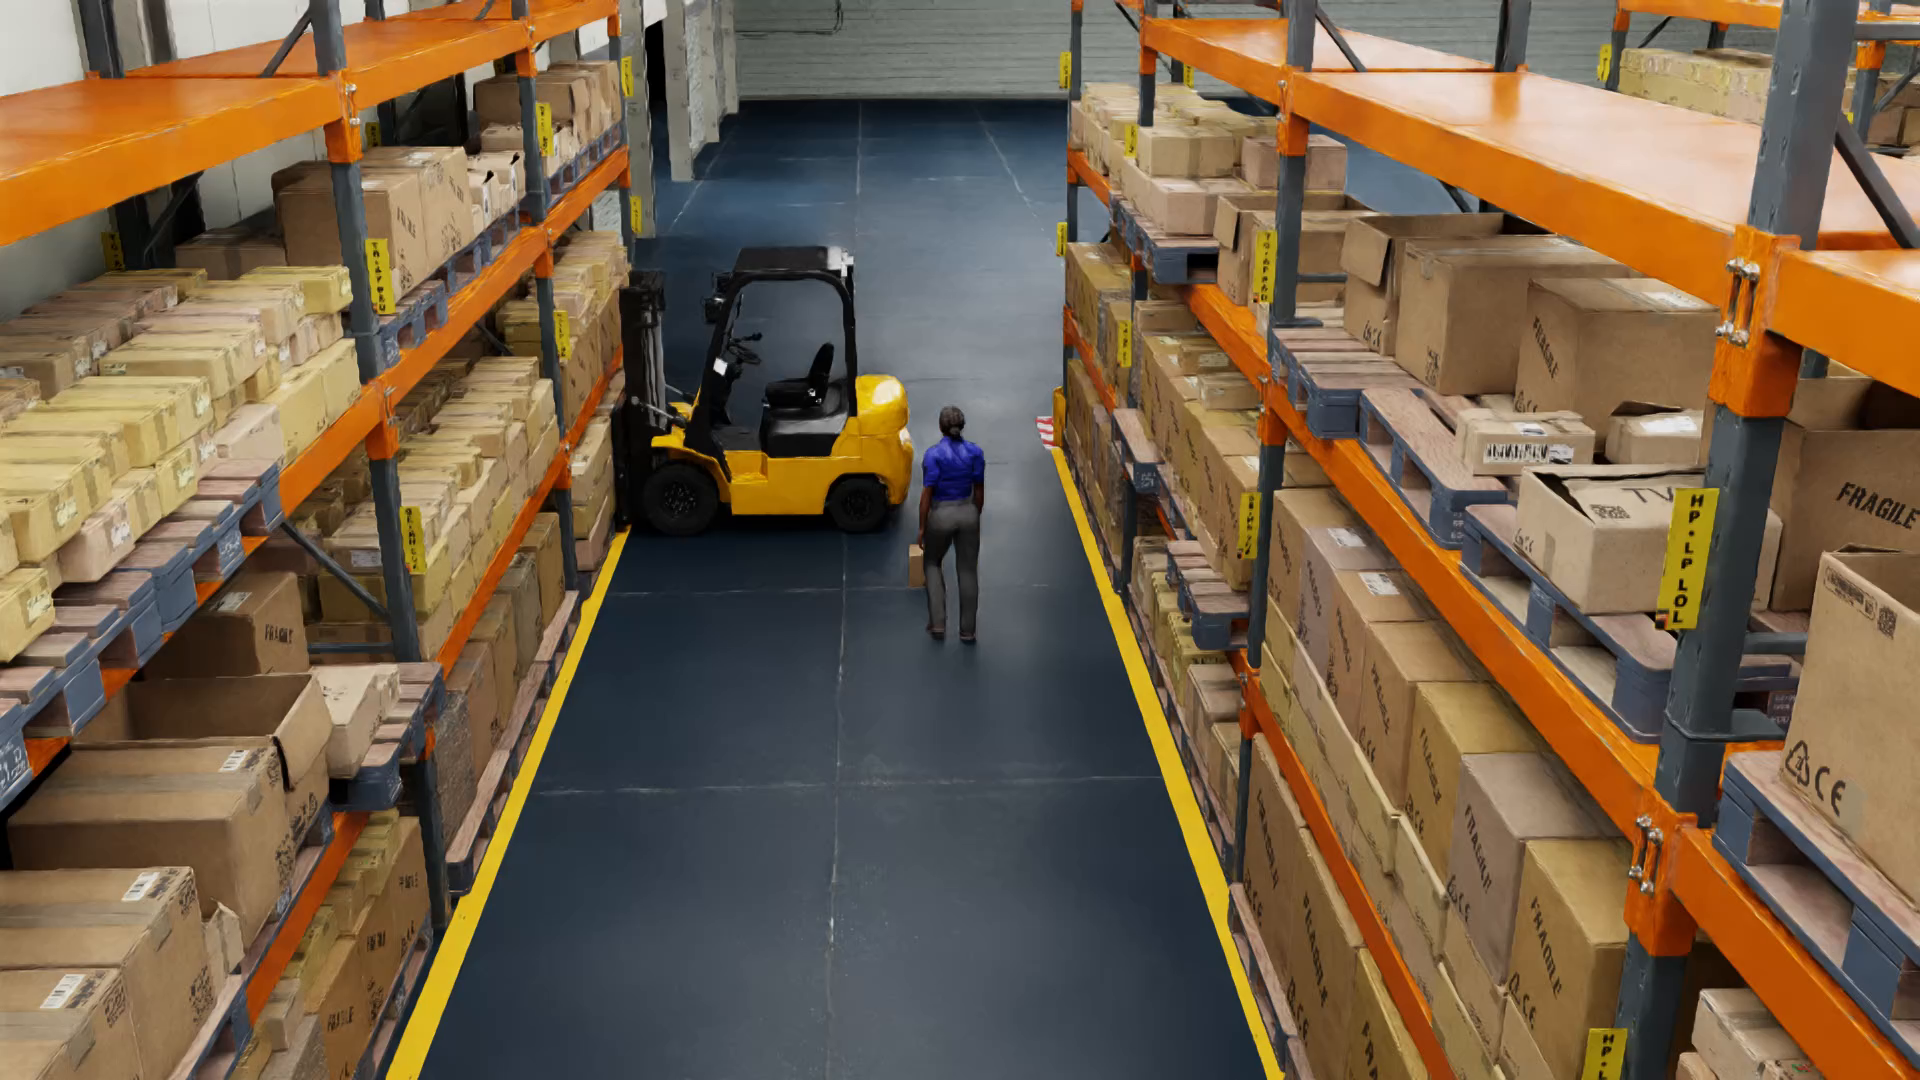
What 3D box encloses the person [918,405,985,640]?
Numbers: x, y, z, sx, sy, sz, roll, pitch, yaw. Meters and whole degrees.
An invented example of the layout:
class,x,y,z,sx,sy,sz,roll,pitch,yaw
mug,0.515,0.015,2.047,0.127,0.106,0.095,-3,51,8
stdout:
class,x,y,z,sx,sy,sz,roll,pitch,yaw
person,-0.065,-0.122,11.375,0.490,1.652,0.403,-6,21,-15
